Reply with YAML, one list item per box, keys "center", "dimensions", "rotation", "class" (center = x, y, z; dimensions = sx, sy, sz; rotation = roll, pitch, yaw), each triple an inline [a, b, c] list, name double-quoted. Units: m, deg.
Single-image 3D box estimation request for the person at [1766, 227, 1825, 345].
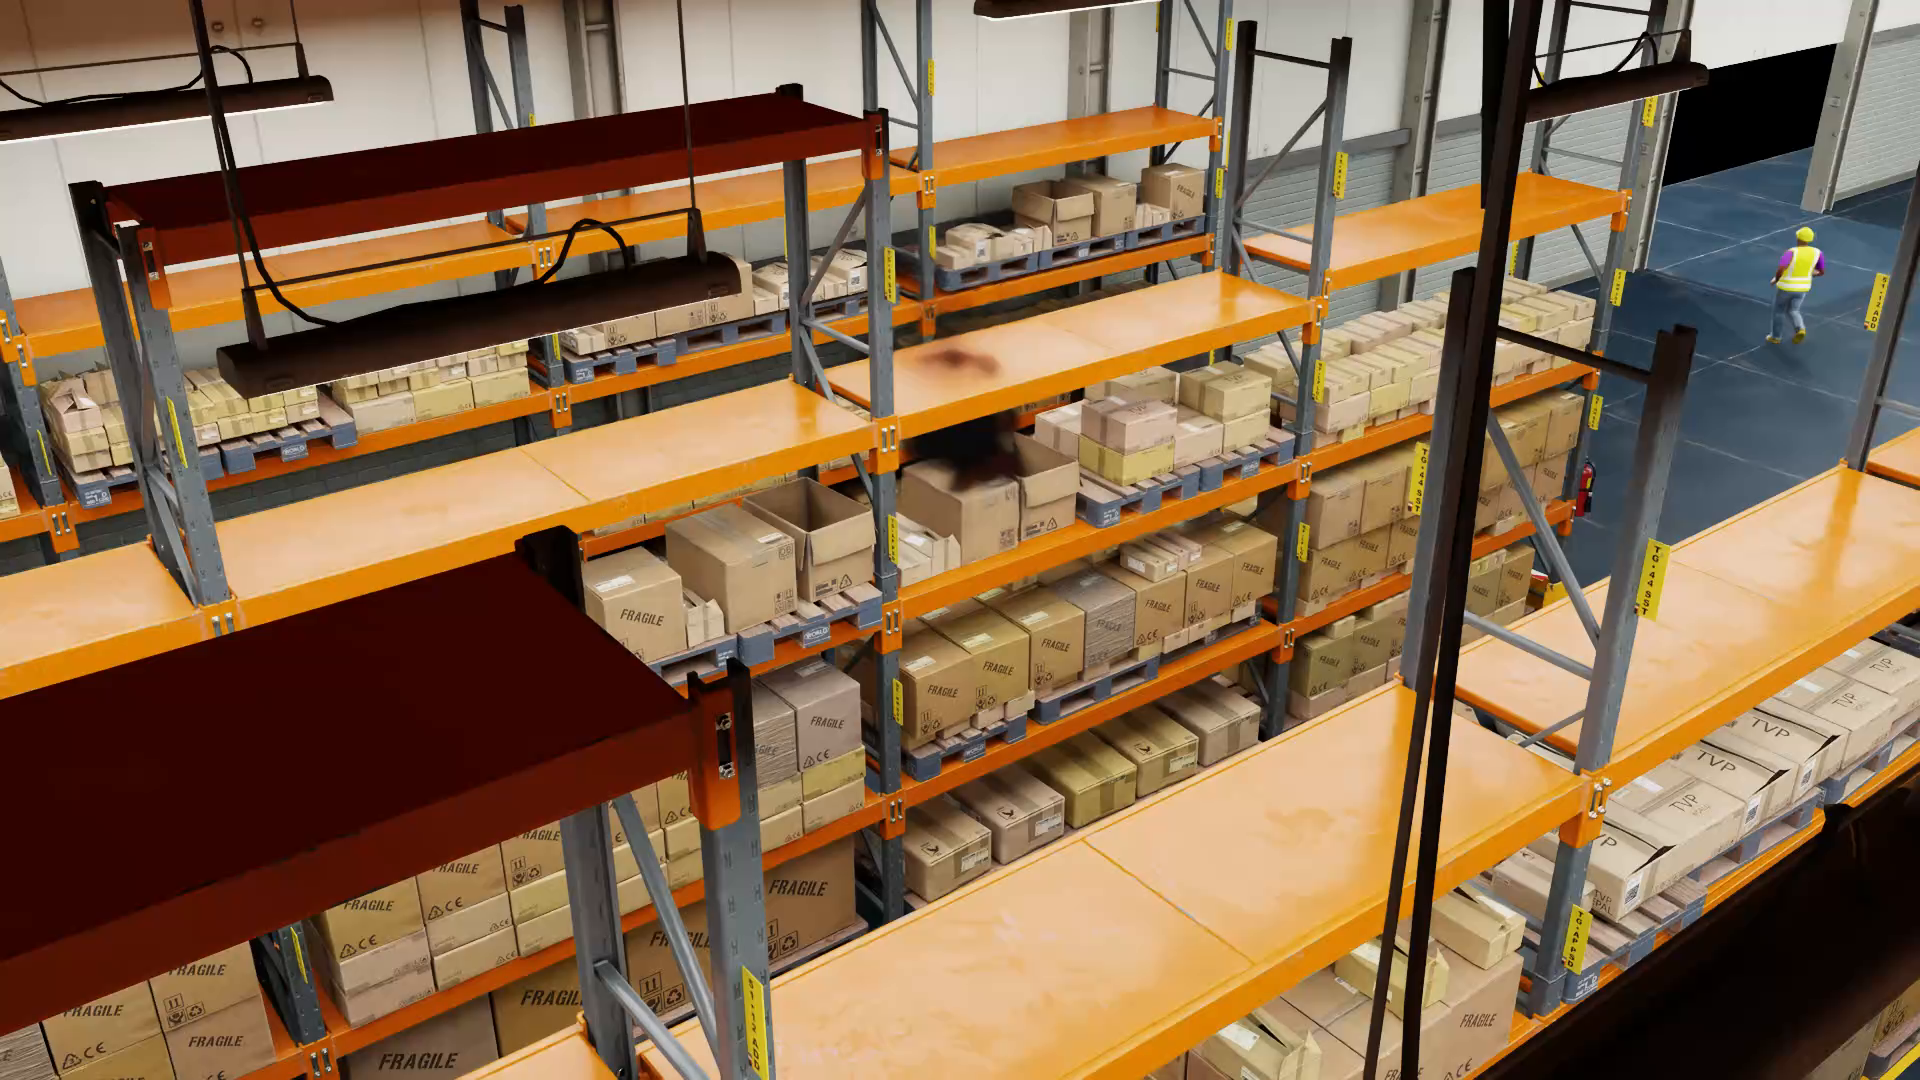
- center: [11.708, -3.523, 23.346]
  dimensions: [0.697, 1.750, 0.868]
  rotation: [1, 26, 3]
  class: "person"
